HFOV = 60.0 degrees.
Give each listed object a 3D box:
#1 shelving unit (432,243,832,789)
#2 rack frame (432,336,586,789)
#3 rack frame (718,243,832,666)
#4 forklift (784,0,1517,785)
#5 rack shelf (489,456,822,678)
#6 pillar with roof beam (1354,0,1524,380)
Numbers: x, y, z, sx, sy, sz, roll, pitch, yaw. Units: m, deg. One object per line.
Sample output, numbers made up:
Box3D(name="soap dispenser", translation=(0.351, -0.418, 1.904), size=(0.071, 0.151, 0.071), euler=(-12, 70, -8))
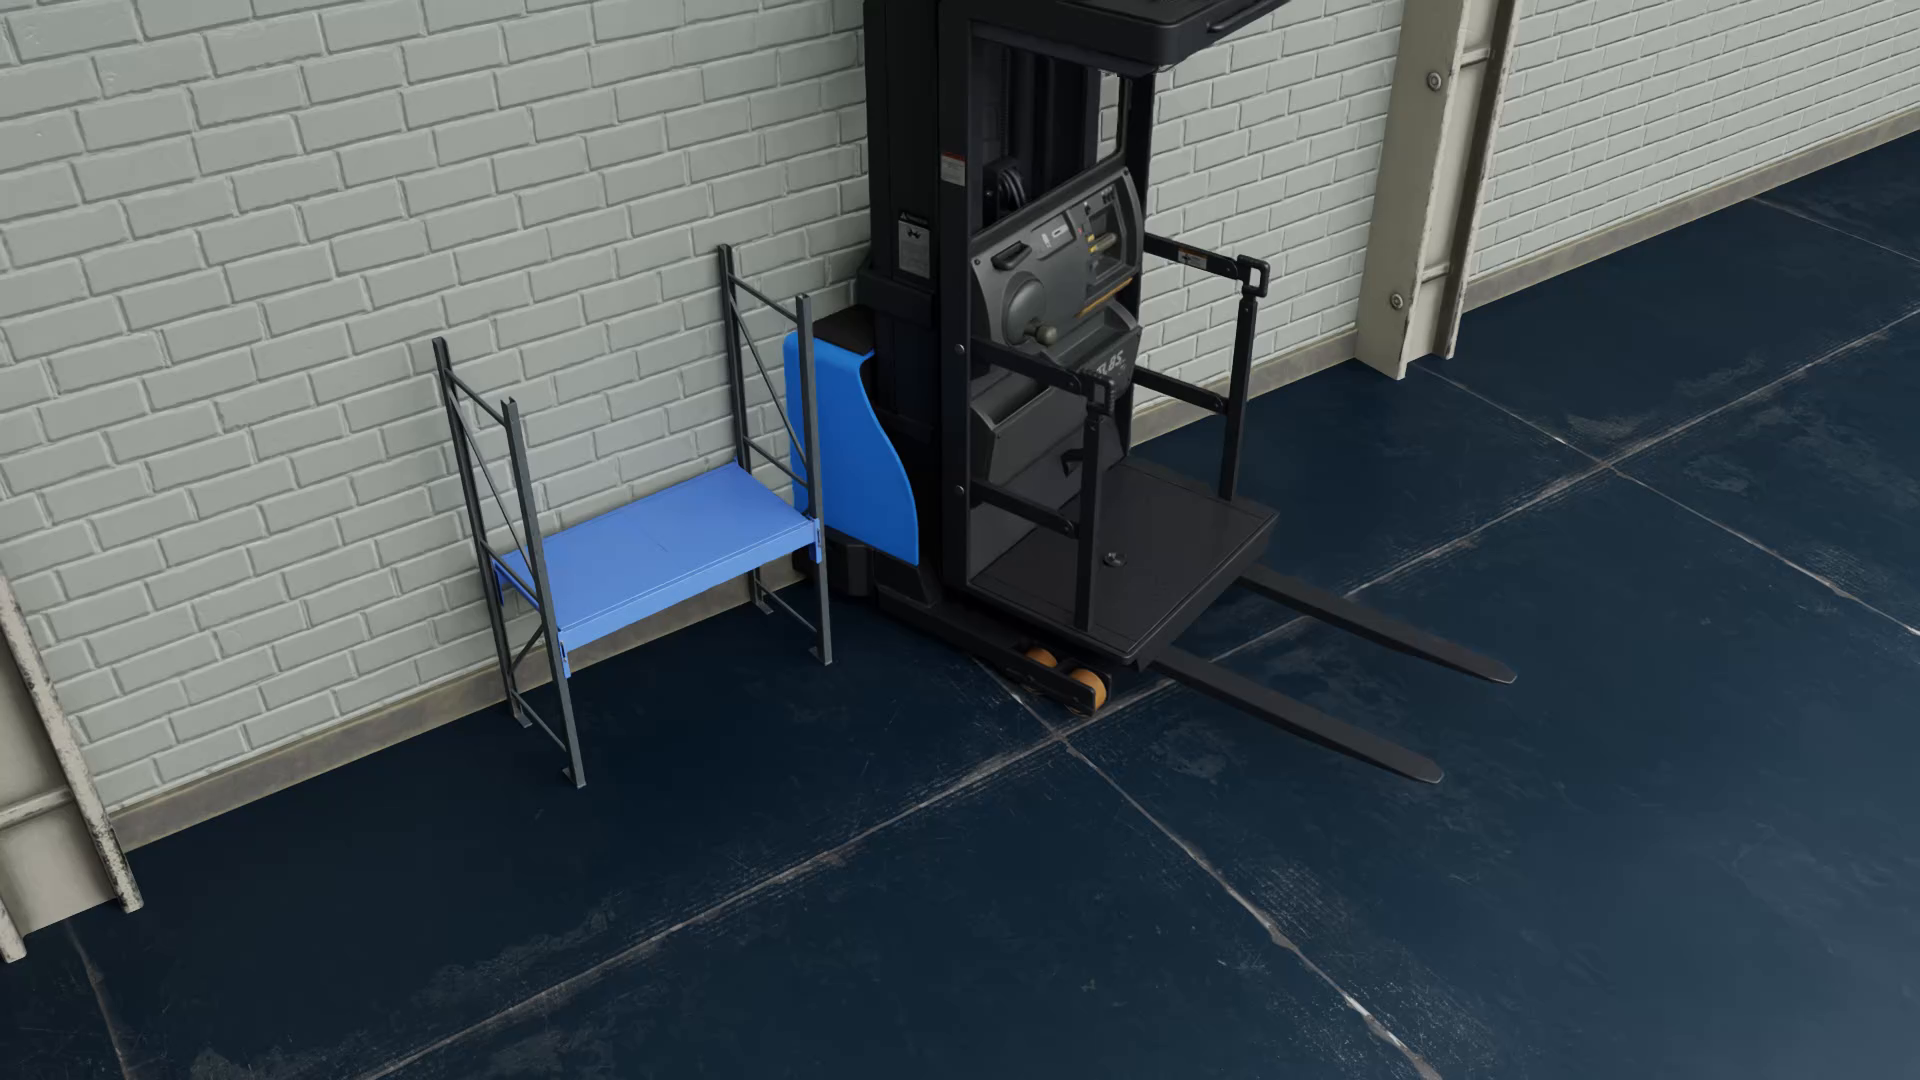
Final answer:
Box3D(name="shelving unit", translation=(-1.034, -0.078, 5.573), size=(1.048, 1.500, 0.538), euler=(-25, 43, -31))
Box3D(name="rack frame", translation=(-1.429, 0.110, 5.313), size=(0.032, 1.500, 0.500), euler=(-25, 43, -31))
Box3D(name="rack frame", translation=(-0.639, -0.265, 5.834), size=(0.032, 1.500, 0.500), euler=(-25, 43, -31))
Box3D(name="forklift", translation=(0.510, -0.920, 5.519), size=(3.031, 2.935, 1.130), euler=(24, 42, 29))
Box3D(name="rack shelf", translation=(-1.034, 0.068, 5.678), size=(1.000, 0.185, 0.538), euler=(-25, 43, -31))
Box3D(name="pillar with roof beam", translation=(4.600, -2.486, 2.499), size=(0.400, 9.000, 9.100), euler=(-22, 41, -28))
